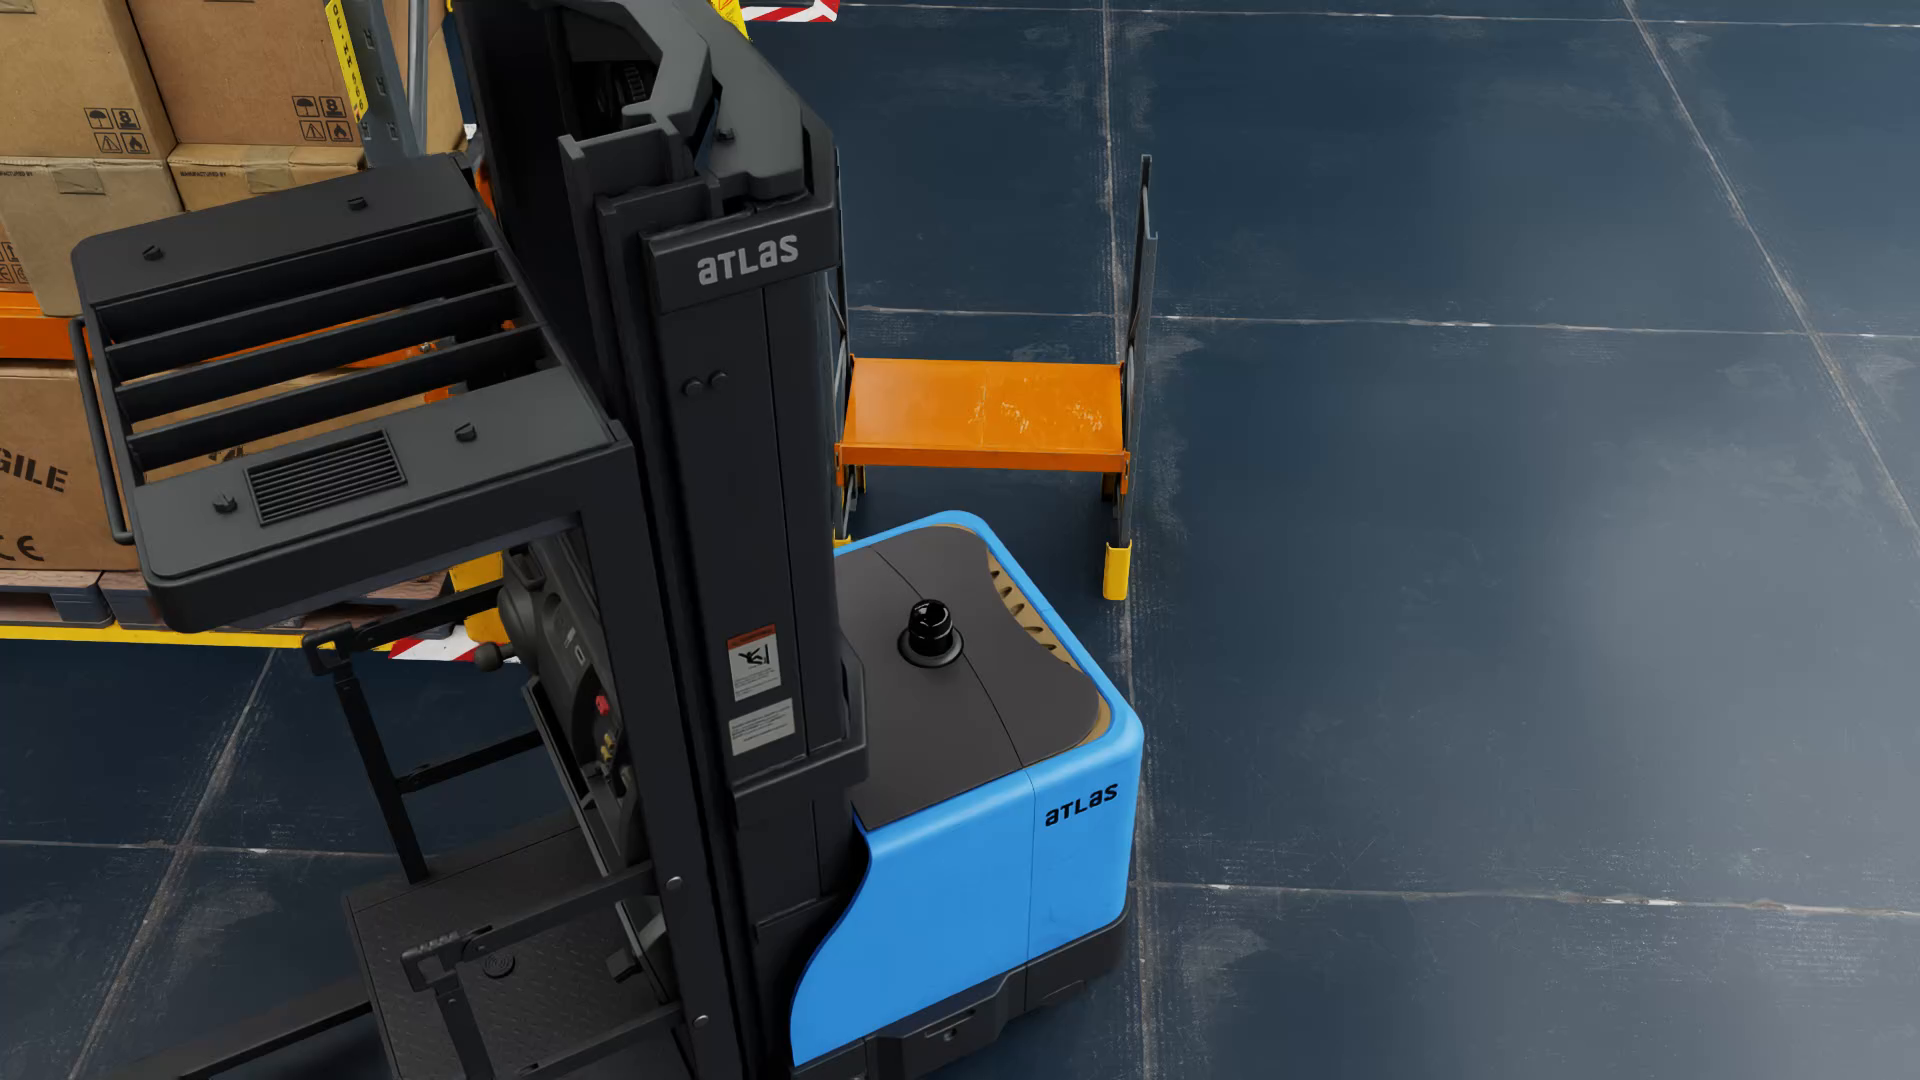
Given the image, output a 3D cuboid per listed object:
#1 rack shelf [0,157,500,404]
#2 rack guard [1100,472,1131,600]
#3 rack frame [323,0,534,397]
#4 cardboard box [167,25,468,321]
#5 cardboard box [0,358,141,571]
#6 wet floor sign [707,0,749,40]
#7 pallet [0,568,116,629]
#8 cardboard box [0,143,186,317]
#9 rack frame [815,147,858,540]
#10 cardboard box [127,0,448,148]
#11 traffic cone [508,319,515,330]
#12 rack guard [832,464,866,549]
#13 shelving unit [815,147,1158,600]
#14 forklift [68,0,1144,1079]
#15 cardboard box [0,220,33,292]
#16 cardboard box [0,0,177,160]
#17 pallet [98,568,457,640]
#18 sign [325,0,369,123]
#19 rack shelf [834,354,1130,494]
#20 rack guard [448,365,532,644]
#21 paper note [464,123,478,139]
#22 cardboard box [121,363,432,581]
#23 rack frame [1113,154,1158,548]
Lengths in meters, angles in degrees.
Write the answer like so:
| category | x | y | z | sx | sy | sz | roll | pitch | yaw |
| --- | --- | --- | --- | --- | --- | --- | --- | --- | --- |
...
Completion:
| category | x | y | z | sx | sy | sz | roll | pitch | yaw |
| --- | --- | --- | --- | --- | --- | --- | --- | --- | --- |
| rack shelf | -3.576 | -0.928 | 5.573 | 4.000 | 0.370 | 1.077 | 2 | 43 | 2 |
| rack guard | 0.574 | -0.074 | 6.146 | 0.087 | 0.250 | 0.587 | 2 | 43 | 2 |
| rack frame | -1.578 | -1.129 | 5.262 | 0.127 | 3.000 | 1.000 | 2 | 43 | 2 |
| cardboard box | -1.950 | -1.165 | 5.190 | 0.550 | 0.550 | 0.875 | 2 | 43 | 2 |
| cardboard box | -3.137 | -0.507 | 5.844 | 0.875 | 0.875 | 0.875 | 1 | 43 | 1 |
| wet floor sign | -1.314 | -2.907 | 8.897 | 0.232 | 0.644 | 0.267 | 16 | 45 | 16 |
| pallet | -3.595 | -0.120 | 6.224 | 1.213 | 0.211 | 1.003 | 2 | 43 | 2 |
| cardboard box | -2.501 | -1.167 | 5.192 | 0.550 | 0.550 | 0.875 | 2 | 43 | 2 |
| rack frame | -0.423 | -0.562 | 5.753 | 0.032 | 1.500 | 0.500 | 2 | 43 | 2 |
| cardboard box | -1.947 | -1.617 | 4.883 | 0.550 | 0.550 | 0.875 | 2 | 43 | 2 |
| traffic cone | -2.044 | -1.184 | 7.182 | 0.334 | 0.463 | 0.336 | 2 | 43 | 2 |
| rack guard | -0.421 | -0.104 | 6.179 | 0.087 | 0.250 | 0.587 | 2 | 43 | 2 |
| shelving unit | 0.076 | -0.546 | 5.736 | 1.083 | 1.500 | 0.587 | 2 | 43 | 2 |
| forklift | -1.068 | 0.359 | 3.715 | 3.031 | 2.935 | 1.130 | -19 | 46 | -20 |
| cardboard box | -3.055 | -1.269 | 5.302 | 0.550 | 0.550 | 0.875 | 2 | 43 | 2 |
| cardboard box | -2.500 | -1.571 | 4.834 | 0.550 | 0.550 | 0.875 | 2 | 43 | 2 |
| pallet | -2.380 | -0.080 | 6.181 | 1.213 | 0.211 | 1.003 | 2 | 43 | 2 |
| sign | -1.616 | -1.271 | 4.390 | 0.005 | 0.325 | 0.100 | 2 | 43 | 2 |
| rack shelf | 0.085 | -0.415 | 5.859 | 1.000 | 0.185 | 0.538 | 2 | 43 | 2 |
| rack guard | -1.554 | -0.214 | 6.113 | 0.348 | 0.500 | 1.175 | 2 | 43 | 2 |
| paper note | -2.490 | -2.090 | 8.471 | 0.142 | 0.019 | 0.148 | -12 | 44 | -13 |
| cardboard box | -2.258 | -0.481 | 5.817 | 0.875 | 0.875 | 0.875 | 2 | 43 | 2 |
| rack frame | 0.593 | -0.531 | 5.719 | 0.032 | 1.500 | 0.500 | 2 | 43 | 2 |
